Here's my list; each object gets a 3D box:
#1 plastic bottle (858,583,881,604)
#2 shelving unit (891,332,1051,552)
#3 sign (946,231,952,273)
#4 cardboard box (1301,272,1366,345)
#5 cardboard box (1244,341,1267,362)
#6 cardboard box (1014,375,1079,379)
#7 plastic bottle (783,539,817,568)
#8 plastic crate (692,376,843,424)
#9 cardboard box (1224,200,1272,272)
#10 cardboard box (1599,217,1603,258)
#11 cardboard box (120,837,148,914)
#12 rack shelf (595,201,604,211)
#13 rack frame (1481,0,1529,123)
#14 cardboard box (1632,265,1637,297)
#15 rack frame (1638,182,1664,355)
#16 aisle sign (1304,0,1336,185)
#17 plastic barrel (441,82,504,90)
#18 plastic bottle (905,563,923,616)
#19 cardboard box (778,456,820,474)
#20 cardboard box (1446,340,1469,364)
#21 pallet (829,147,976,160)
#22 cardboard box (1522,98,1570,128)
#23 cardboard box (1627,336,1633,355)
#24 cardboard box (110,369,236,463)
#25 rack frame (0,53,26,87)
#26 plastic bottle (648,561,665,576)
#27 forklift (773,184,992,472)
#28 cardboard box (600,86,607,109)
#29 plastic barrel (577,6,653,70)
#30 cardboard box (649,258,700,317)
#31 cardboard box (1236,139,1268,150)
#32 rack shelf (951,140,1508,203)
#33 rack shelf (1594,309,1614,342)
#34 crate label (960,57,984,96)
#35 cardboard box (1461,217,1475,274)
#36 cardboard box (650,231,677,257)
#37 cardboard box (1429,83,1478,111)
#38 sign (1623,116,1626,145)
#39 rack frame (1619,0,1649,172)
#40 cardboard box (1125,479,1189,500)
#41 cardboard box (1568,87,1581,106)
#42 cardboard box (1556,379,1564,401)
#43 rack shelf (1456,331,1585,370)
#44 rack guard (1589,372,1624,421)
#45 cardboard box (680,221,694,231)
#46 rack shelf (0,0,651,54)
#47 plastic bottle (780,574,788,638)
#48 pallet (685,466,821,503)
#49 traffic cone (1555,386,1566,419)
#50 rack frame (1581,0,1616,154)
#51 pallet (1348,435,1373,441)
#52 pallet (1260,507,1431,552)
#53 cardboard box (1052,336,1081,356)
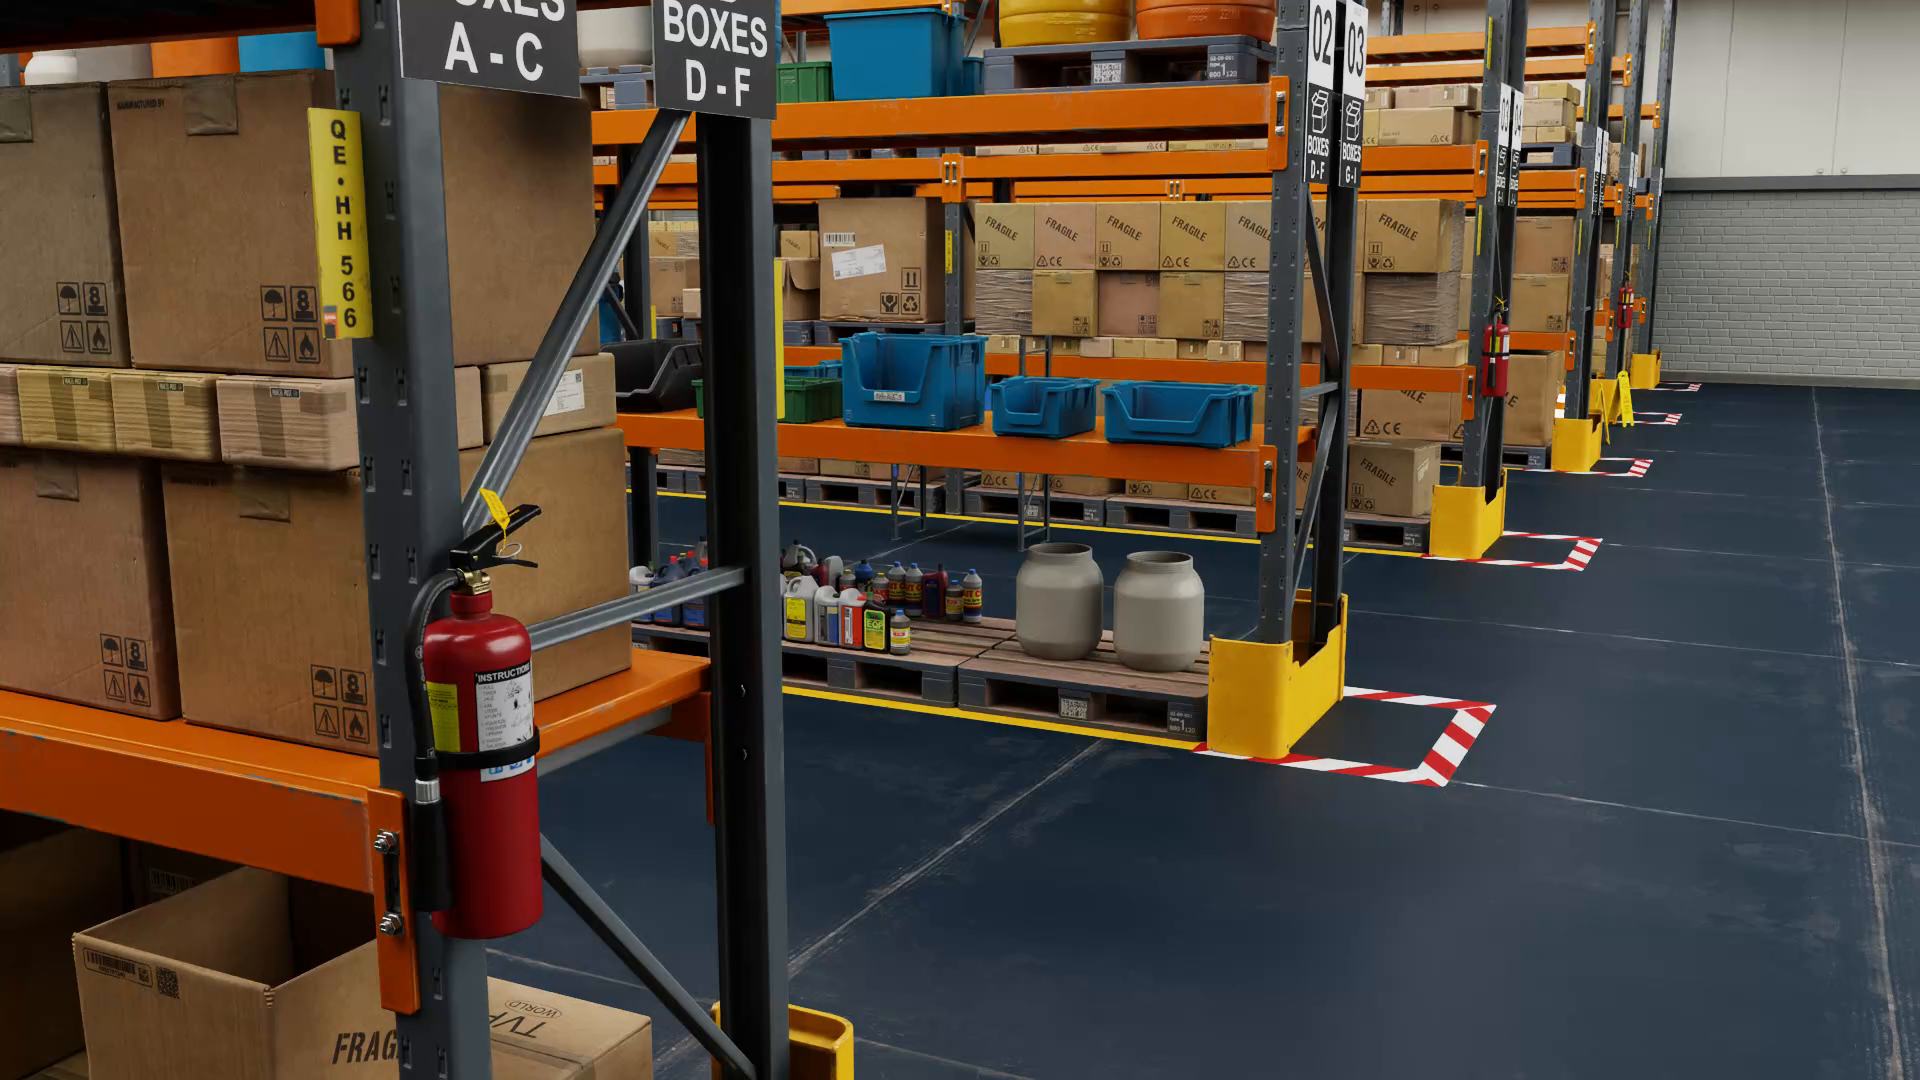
[{"bbox_3d":[-0.456,0.358,8.224,0.133,0.283,0.061,5,11,26],"label":"plastic bottle"},{"bbox_3d":[0.077,-0.731,12.060,1.048,1.500,0.538,5,11,26],"label":"shelving unit"},{"bbox_3d":[-0.086,-2.234,12.898,0.005,0.325,0.100,5,11,26],"label":"sign"},{"bbox_3d":[2.761,-1.701,12.091,0.500,0.500,0.875,5,11,26],"label":"cardboard box"},{"bbox_3d":[2.269,-1.399,12.245,0.250,0.149,0.380,5,11,26],"label":"cardboard box"},{"bbox_3d":[0.982,-1.748,18.603,0.750,0.750,1.050,5,11,26],"label":"cardboard box"},{"bbox_3d":[-0.868,0.170,9.068,0.185,0.351,0.144,5,11,25],"label":"plastic bottle"},{"bbox_3d":[-0.942,-0.705,8.301,0.662,0.188,0.450,5,11,26],"label":"plastic crate"},{"bbox_3d":[2.243,-2.207,12.080,0.500,0.500,0.500,5,11,26],"label":"cardboard box"},{"bbox_3d":[7.574,-3.713,20.401,0.500,0.500,0.700,5,11,24],"label":"cardboard box"},{"bbox_3d":[-1.929,0.767,4.004,0.500,0.500,0.500,5,11,26],"label":"cardboard box"},{"bbox_3d":[-6.526,-4.447,21.976,4.000,0.370,1.077,5,11,26],"label":"rack shelf"},{"bbox_3d":[3.744,-4.390,11.217,0.127,3.000,1.000,5,11,26],"label":"rack frame"},{"bbox_3d":[10.000,-3.946,25.330,0.500,0.500,0.500,5,12,28],"label":"cardboard box"},{"bbox_3d":[10.322,-3.813,24.878,0.127,3.000,1.000,5,11,26],"label":"rack frame"},{"bbox_3d":[1.485,-1.873,6.855,0.004,0.787,0.394,5,11,26],"label":"aisle sign"},{"bbox_3d":[-2.587,-2.690,8.840,0.708,0.901,0.600,5,11,26],"label":"plastic barrel"},{"bbox_3d":[-0.243,0.260,8.798,0.097,0.271,0.097,0,10,0],"label":"plastic bottle"},{"bbox_3d":[-1.306,-0.876,14.430,0.500,0.500,0.700,4,11,21],"label":"cardboard box"},{"bbox_3d":[3.594,-1.375,12.108,0.250,0.149,0.380,5,11,26],"label":"cardboard box"},{"bbox_3d":[-0.350,-3.202,13.605,1.003,0.211,1.213,5,11,26],"label":"pallet"},{"bbox_3d":[5.467,-4.020,15.724,0.500,0.250,0.500,5,11,27],"label":"cardboard box"},{"bbox_3d":[9.992,-2.983,25.429,0.500,0.250,0.500,5,12,27],"label":"cardboard box"},{"bbox_3d":[-1.305,-0.244,3.055,0.250,0.149,0.380,5,12,27],"label":"cardboard box"},{"bbox_3d":[-5.622,-4.229,10.329,0.127,3.000,1.000,5,11,26],"label":"rack frame"},{"bbox_3d":[-1.594,0.258,8.777,0.133,0.283,0.061,5,11,26],"label":"plastic bottle"},{"bbox_3d":[-1.226,-2.137,15.808,3.031,2.935,1.130,5,11,25],"label":"forklift"},{"bbox_3d":[-3.123,-3.761,14.482,0.500,0.500,0.500,5,11,26],"label":"cardboard box"},{"bbox_3d":[-1.736,-2.634,8.446,0.421,0.512,0.421,0,10,0],"label":"plastic barrel"},{"bbox_3d":[-2.384,-2.260,14.833,0.500,0.500,0.700,7,12,34],"label":"cardboard box"},{"bbox_3d":[2.294,-2.918,11.928,0.500,0.250,0.500,5,12,27],"label":"cardboard box"},{"bbox_3d":[1.950,-2.717,12.419,4.000,0.370,1.077,5,11,26],"label":"rack shelf"},{"bbox_3d":[6.335,-2.824,21.431,4.000,0.370,1.077,5,11,26],"label":"rack shelf"},{"bbox_3d":[0.020,-2.250,8.233,0.408,0.251,0.502,5,11,26],"label":"crate label"},{"bbox_3d":[5.179,-2.891,16.328,0.550,0.550,0.875,5,11,26],"label":"cardboard box"},{"bbox_3d":[-4.536,-4.621,26.252,0.500,0.500,0.500,5,11,26],"label":"cardboard box"},{"bbox_3d":[3.357,-3.008,11.307,0.250,0.149,0.380,5,11,26],"label":"cardboard box"},{"bbox_3d":[7.865,-4.845,19.669,0.005,0.325,0.100,5,11,26],"label":"sign"},{"bbox_3d":[8.129,-5.972,19.962,0.127,3.000,1.000,5,11,26],"label":"rack frame"},{"bbox_3d":[1.606,-0.611,13.025,0.500,0.500,0.500,4,11,21],"label":"cardboard box"},{"bbox_3d":[5.871,-4.300,16.148,0.250,0.149,0.380,5,11,26],"label":"cardboard box"},{"bbox_3d":[7.263,-1.897,20.828,0.500,0.250,0.500,5,11,26],"label":"cardboard box"},{"bbox_3d":[4.236,-2.025,17.019,4.000,0.370,1.077,5,11,26],"label":"rack shelf"},{"bbox_3d":[8.061,-1.796,20.752,0.348,0.500,1.175,5,11,26],"label":"rack guard"},{"bbox_3d":[-4.168,-4.911,26.031,0.250,0.149,0.380,5,11,25],"label":"cardboard box"},{"bbox_3d":[-2.436,-1.135,3.678,4.000,0.370,1.077,5,11,26],"label":"rack shelf"},{"bbox_3d":[-0.944,0.303,8.334,0.185,0.351,0.144,5,11,25],"label":"plastic bottle"},{"bbox_3d":[-1.640,-0.538,14.609,1.213,0.211,1.003,5,11,26],"label":"pallet"},{"bbox_3d":[7.172,-1.600,19.771,0.334,0.463,0.336,5,11,26],"label":"traffic cone"},{"bbox_3d":[6.029,-5.174,15.550,0.127,3.000,1.000,5,11,26],"label":"rack frame"},{"bbox_3d":[4.187,-0.996,17.144,1.213,0.211,1.003,5,11,26],"label":"pallet"},{"bbox_3d":[2.963,-0.141,12.417,1.213,0.211,1.003,5,11,26],"label":"pallet"},{"bbox_3d":[0.900,-1.509,12.851,0.250,0.149,0.380,5,11,26],"label":"cardboard box"}]
